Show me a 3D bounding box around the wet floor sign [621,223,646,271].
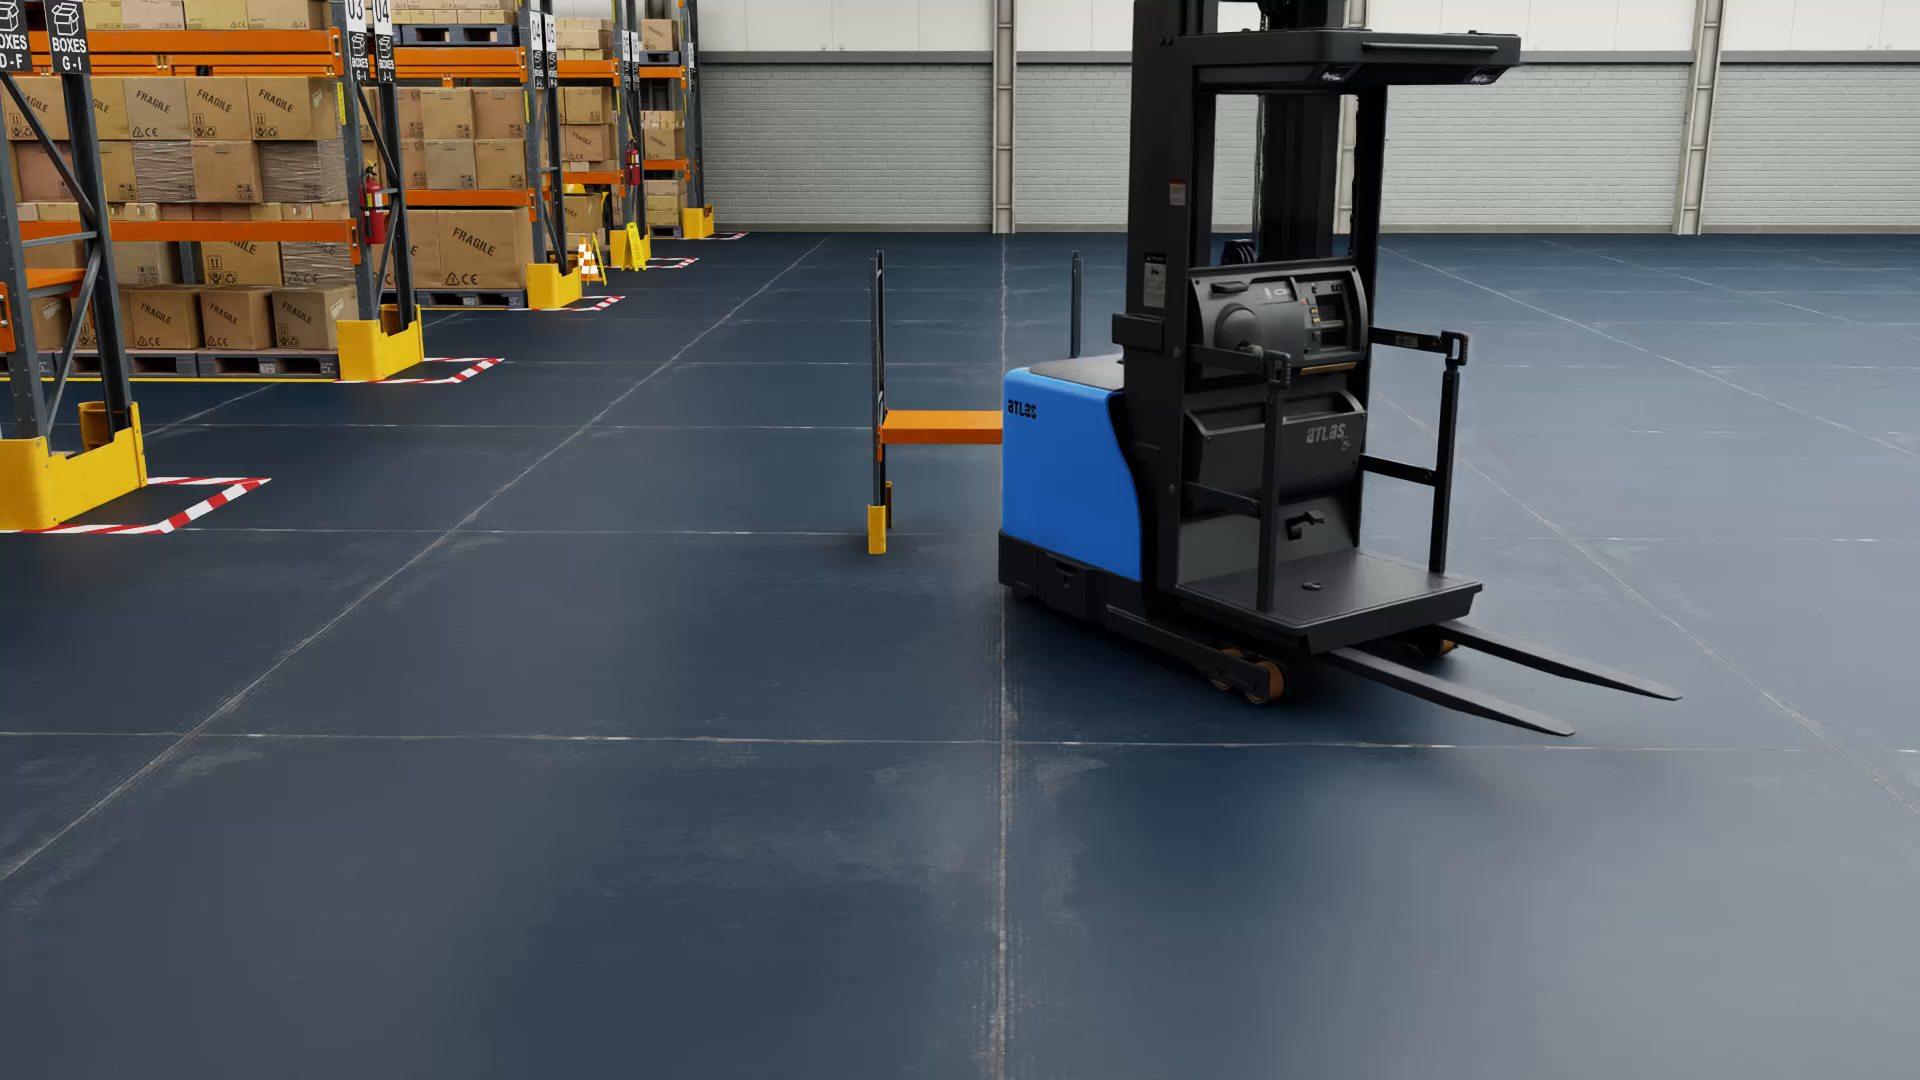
[{"bbox_3d":[-4.508,-4.041,22.893,0.232,0.644,0.267,6,16,21],"label":"wet floor sign"}]

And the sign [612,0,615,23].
[{"bbox_3d":[-4.705,-7.191,22.600,0.005,0.325,0.100,0,15,1],"label":"sign"}]

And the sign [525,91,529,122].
[{"bbox_3d":[-4.724,-4.727,18.143,0.005,0.325,0.100,0,15,1],"label":"sign"}]

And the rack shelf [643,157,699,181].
[{"bbox_3d":[-6.547,-6.385,28.571,4.000,0.370,1.077,0,15,1],"label":"rack shelf"}]

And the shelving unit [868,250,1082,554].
[{"bbox_3d":[0.076,-0.725,8.647,1.083,1.500,0.587,0,15,1],"label":"shelving unit"}]

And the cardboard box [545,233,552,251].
[{"bbox_3d":[-6.003,-4.270,23.709,0.500,0.250,0.500,0,15,2],"label":"cardboard box"}]

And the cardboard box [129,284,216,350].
[{"bbox_3d":[-6.771,-1.933,14.365,0.500,0.500,0.500,2,15,7],"label":"cardboard box"}]

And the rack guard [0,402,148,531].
[{"bbox_3d":[-5.127,-0.443,9.541,0.348,0.500,1.175,0,15,1],"label":"rack guard"}]

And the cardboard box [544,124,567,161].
[{"bbox_3d":[-5.721,-5.584,23.345,0.500,0.500,0.500,0,15,2],"label":"cardboard box"}]

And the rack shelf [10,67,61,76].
[{"bbox_3d":[-14.667,-6.622,23.588,4.000,0.370,1.077,0,15,1],"label":"rack shelf"}]

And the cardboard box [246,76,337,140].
[{"bbox_3d":[-5.480,-3.543,13.649,0.500,0.500,0.500,0,15,1],"label":"cardboard box"}]

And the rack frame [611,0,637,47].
[{"bbox_3d":[-4.671,-8.355,22.867,0.127,3.000,1.000,0,15,1],"label":"rack frame"}]

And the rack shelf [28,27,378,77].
[{"bbox_3d":[-6.923,-4.042,13.811,4.000,0.370,1.077,0,15,1],"label":"rack shelf"}]

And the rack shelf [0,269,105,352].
[{"bbox_3d":[-7.050,-1.329,9.407,4.000,0.370,1.077,0,15,1],"label":"rack shelf"}]

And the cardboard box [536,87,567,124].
[{"bbox_3d":[-5.693,-6.082,23.275,0.500,0.500,0.700,1,15,2],"label":"cardboard box"}]

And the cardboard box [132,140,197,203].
[{"bbox_3d":[-6.474,-3.116,13.993,0.500,0.500,0.875,0,15,1],"label":"cardboard box"}]

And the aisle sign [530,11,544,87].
[{"bbox_3d":[-4.633,-5.371,18.221,0.004,0.787,0.394,0,15,1],"label":"aisle sign"}]

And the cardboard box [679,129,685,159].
[{"bbox_3d":[-5.036,-6.842,28.698,0.500,0.500,0.500,1,15,3],"label":"cardboard box"}]

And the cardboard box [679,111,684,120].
[{"bbox_3d":[-4.878,-7.282,28.511,0.250,0.149,0.380,0,15,0],"label":"cardboard box"}]

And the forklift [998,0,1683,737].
[{"bbox_3d":[1.426,-0.920,6.583,1.130,2.935,3.031,-10,18,-33],"label":"forklift"}]

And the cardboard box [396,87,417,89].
[{"bbox_3d":[-7.725,-6.089,23.298,0.500,0.500,0.700,0,15,2],"label":"cardboard box"}]

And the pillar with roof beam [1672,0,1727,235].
[{"bbox_3d":[12.664,-8.640,23.947,0.400,9.000,9.100,0,15,1],"label":"pillar with roof beam"}]

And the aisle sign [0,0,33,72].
[{"bbox_3d":[-4.986,-2.844,8.645,0.004,0.787,0.394,0,15,1],"label":"aisle sign"}]

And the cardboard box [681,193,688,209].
[{"bbox_3d":[-5.012,-5.891,28.876,0.500,0.250,0.500,1,15,2],"label":"cardboard box"}]

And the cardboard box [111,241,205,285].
[{"bbox_3d":[-9.318,-3.313,19.105,0.750,0.750,1.050,0,15,1],"label":"cardboard box"}]

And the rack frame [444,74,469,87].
[{"bbox_3d":[-8.546,-6.746,28.529,0.127,3.000,1.000,0,15,1],"label":"rack frame"}]

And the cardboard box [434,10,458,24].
[{"bbox_3d":[-5.546,-5.690,18.121,0.250,0.149,0.380,1,15,2],"label":"cardboard box"}]

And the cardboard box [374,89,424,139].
[{"bbox_3d":[-6.174,-4.816,18.804,0.550,0.550,0.875,0,15,1],"label":"cardboard box"}]

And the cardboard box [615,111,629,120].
[{"bbox_3d":[-5.668,-7.183,28.136,0.250,0.149,0.380,0,15,2],"label":"cardboard box"}]

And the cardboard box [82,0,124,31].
[{"bbox_3d":[-6.926,-4.253,13.494,0.500,0.250,0.500,0,15,0],"label":"cardboard box"}]

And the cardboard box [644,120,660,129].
[{"bbox_3d":[-5.158,-7.007,28.050,0.250,0.149,0.380,1,15,2],"label":"cardboard box"}]

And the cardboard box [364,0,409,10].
[{"bbox_3d":[-6.194,-5.903,18.145,0.500,0.250,0.500,0,15,1],"label":"cardboard box"}]

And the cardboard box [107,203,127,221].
[{"bbox_3d":[-6.964,-2.757,13.901,0.250,0.149,0.380,0,15,1],"label":"cardboard box"}]

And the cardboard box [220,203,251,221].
[{"bbox_3d":[-5.965,-2.750,13.877,0.250,0.149,0.380,0,15,1],"label":"cardboard box"}]

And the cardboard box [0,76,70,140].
[{"bbox_3d":[-7.479,-3.554,13.693,0.500,0.500,0.500,0,15,1],"label":"cardboard box"}]

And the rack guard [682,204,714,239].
[{"bbox_3d":[-4.524,-5.511,28.748,0.348,0.500,1.175,0,15,1],"label":"rack guard"}]

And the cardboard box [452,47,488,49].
[{"bbox_3d":[-6.715,-6.919,23.015,0.500,0.250,0.500,1,15,2],"label":"cardboard box"}]

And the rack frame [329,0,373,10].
[{"bbox_3d":[-4.924,-5.827,13.288,0.127,3.000,1.000,0,15,1],"label":"rack frame"}]

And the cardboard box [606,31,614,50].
[{"bbox_3d":[-5.166,-7.047,23.500,0.500,0.250,0.500,0,15,0],"label":"cardboard box"}]

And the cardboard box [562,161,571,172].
[{"bbox_3d":[-5.562,-5.261,23.392,0.250,0.149,0.380,0,15,0],"label":"cardboard box"}]

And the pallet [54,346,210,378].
[{"bbox_3d":[-7.027,-1.602,14.498,1.213,0.211,1.003,0,15,1],"label":"pallet"}]

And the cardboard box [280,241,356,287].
[{"bbox_3d":[-7.166,-3.366,19.059,0.875,0.875,0.875,0,15,2],"label":"cardboard box"}]

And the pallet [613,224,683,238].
[{"bbox_3d":[-5.313,-5.366,28.764,1.213,0.211,1.003,0,15,1],"label":"pallet"}]

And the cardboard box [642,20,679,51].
[{"bbox_3d":[-4.996,-8.411,27.744,0.500,0.500,0.500,1,15,3],"label":"cardboard box"}]

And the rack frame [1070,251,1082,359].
[{"bbox_3d":[0.593,-0.721,8.634,0.032,1.500,0.500,0,15,1],"label":"rack frame"}]

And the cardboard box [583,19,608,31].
[{"bbox_3d":[-5.016,-7.095,22.903,0.250,0.149,0.380,1,15,2],"label":"cardboard box"}]

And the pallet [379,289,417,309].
[{"bbox_3d":[-6.714,-2.836,19.177,1.213,0.211,1.003,0,15,1],"label":"pallet"}]

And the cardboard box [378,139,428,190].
[{"bbox_3d":[-6.175,-4.288,18.919,0.550,0.550,0.875,0,15,1],"label":"cardboard box"}]

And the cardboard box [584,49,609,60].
[{"bbox_3d":[-5.034,-6.714,23.020,0.250,0.149,0.380,0,15,2],"label":"cardboard box"}]
